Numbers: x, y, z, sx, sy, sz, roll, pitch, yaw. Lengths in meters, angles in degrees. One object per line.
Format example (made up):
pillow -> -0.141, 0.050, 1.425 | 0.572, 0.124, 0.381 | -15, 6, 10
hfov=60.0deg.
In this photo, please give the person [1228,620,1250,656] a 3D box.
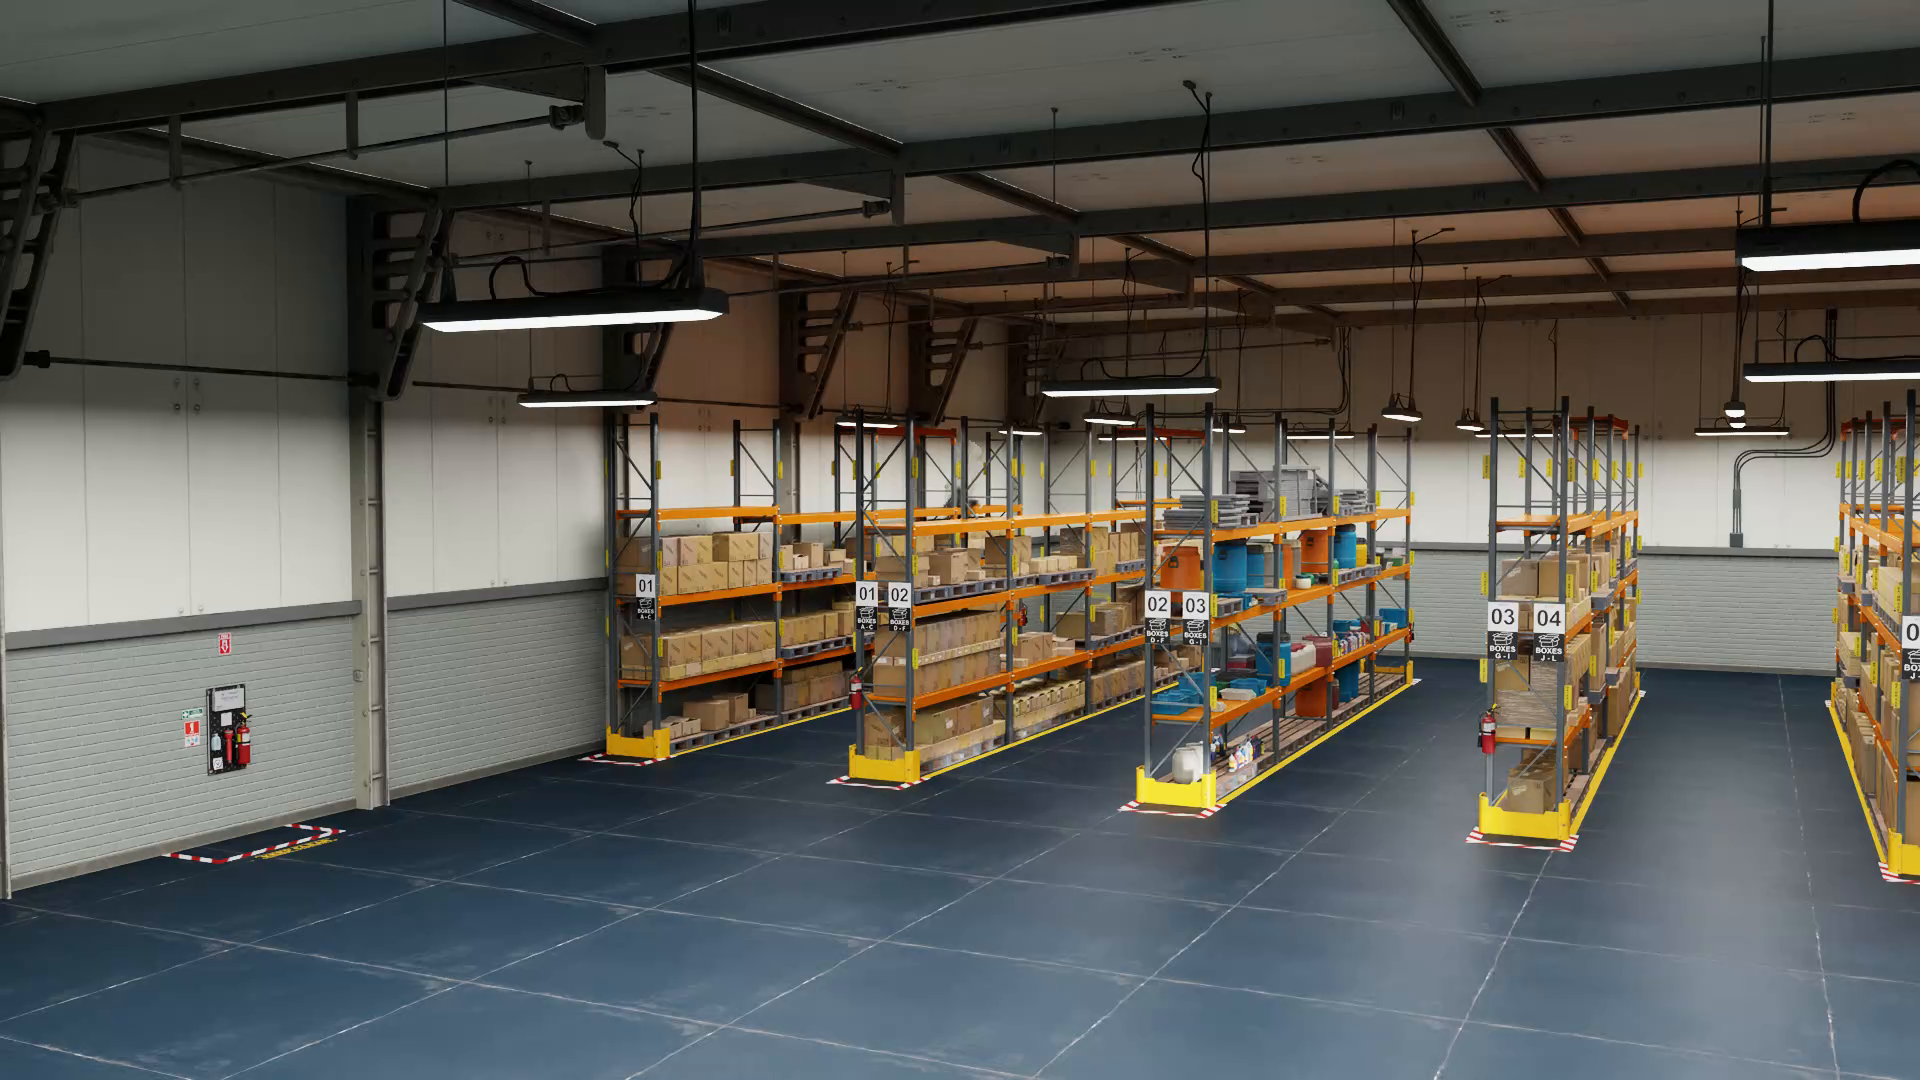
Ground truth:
person -> 6.911, 2.382, 41.743 | 0.714, 1.778, 0.670 | -2, 3, -44
